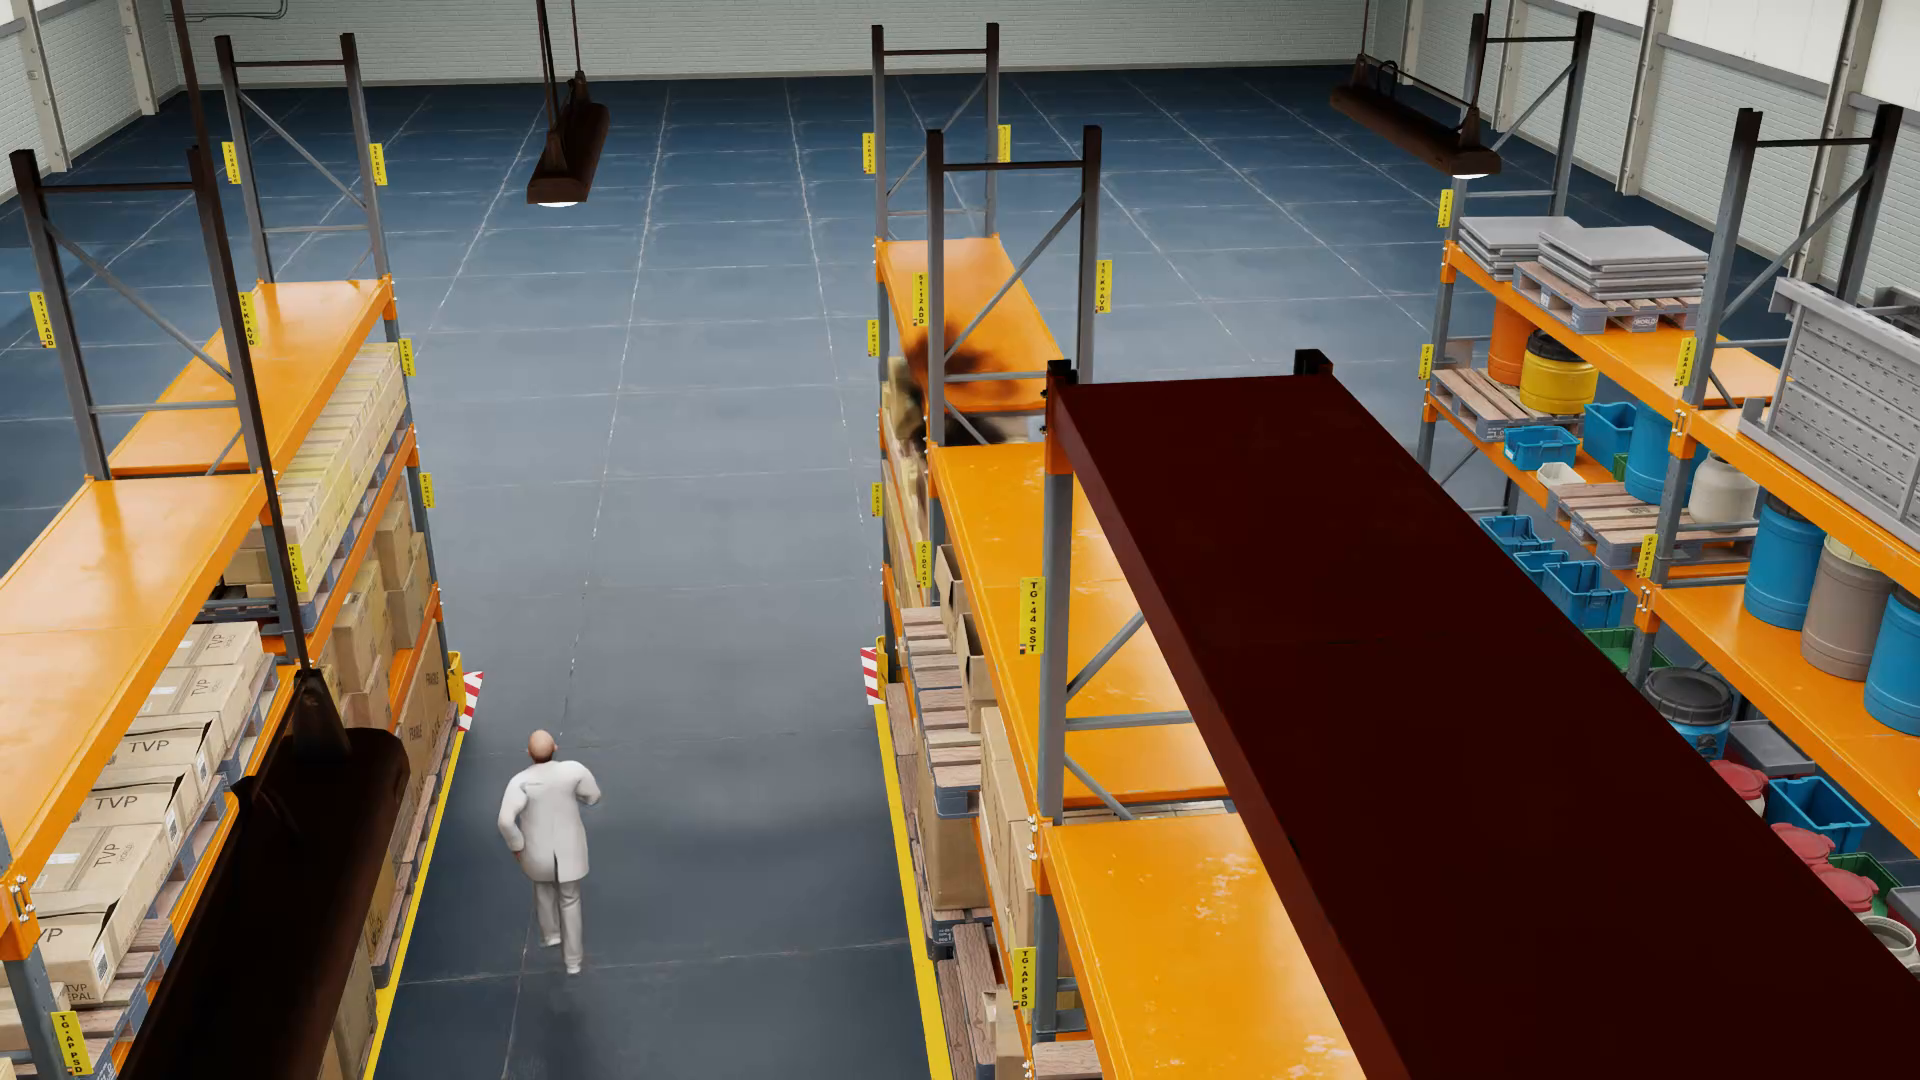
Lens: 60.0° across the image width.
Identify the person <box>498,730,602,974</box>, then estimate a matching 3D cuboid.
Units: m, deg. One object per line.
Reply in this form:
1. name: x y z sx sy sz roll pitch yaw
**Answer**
1. person: -2.771 2.119 11.416 0.682 1.884 0.788 -7 26 -14
